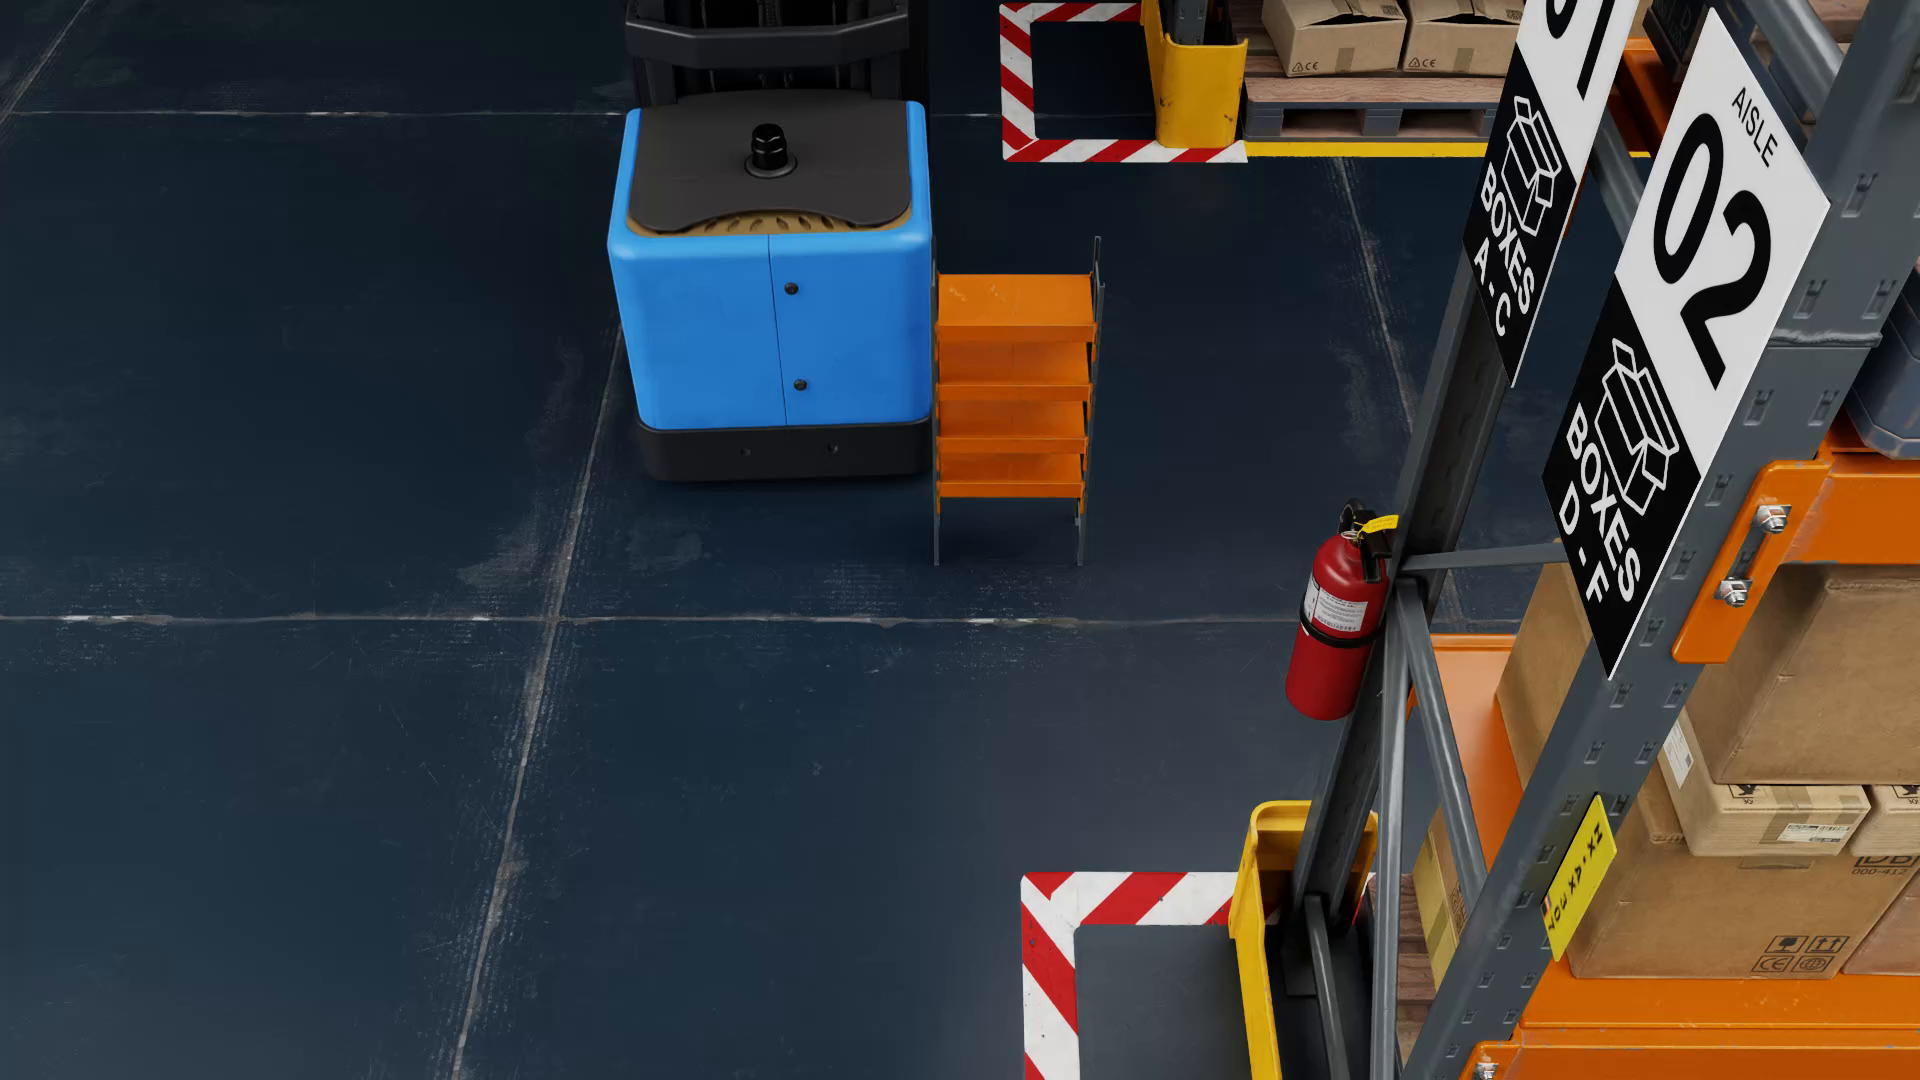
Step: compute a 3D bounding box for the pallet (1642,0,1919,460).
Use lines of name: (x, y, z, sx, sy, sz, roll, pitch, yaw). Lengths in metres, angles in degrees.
pallet: (1.666, -0.529, 2.205, 1.213, 0.211, 1.003, 0, 47, 0)

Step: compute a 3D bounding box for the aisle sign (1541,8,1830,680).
aisle sign: (0.893, -0.220, 2.129, 0.004, 0.787, 0.394, 0, 47, 0)

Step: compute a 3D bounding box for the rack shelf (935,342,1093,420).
rack shelf: (0.166, -0.515, 5.196, 0.480, 0.148, 0.258, 0, 47, 0)

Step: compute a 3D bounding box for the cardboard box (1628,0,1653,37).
cardboard box: (2.969, -2.375, 7.318, 0.500, 0.500, 0.700, -3, 47, -2)

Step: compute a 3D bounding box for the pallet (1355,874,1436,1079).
pallet: (1.724, 1.363, 4.337, 1.213, 0.211, 1.003, 0, 47, 0)

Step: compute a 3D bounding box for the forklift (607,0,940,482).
forklift: (-0.665, -2.275, 5.865, 1.130, 2.935, 3.031, -2, 47, -2)

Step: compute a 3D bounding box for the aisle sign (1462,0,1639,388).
aisle sign: (0.895, -0.659, 2.538, 0.004, 0.787, 0.394, 0, 47, 0)

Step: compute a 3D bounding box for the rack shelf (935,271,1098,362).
rack shelf: (0.166, -0.676, 5.023, 0.480, 0.148, 0.258, 0, 47, 0)

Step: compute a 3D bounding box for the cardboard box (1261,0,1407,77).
cardboard box: (1.666, -2.350, 7.425, 0.500, 0.311, 0.500, -5, 47, -4)

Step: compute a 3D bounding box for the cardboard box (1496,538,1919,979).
cardboard box: (1.426, 0.418, 3.243, 0.500, 0.500, 0.700, 0, 47, 0)

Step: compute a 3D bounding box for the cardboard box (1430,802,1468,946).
cardboard box: (1.497, 0.764, 4.069, 0.500, 0.500, 0.500, 0, 47, 0)

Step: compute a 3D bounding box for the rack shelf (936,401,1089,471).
rack shelf: (0.166, -0.363, 5.360, 0.480, 0.148, 0.258, 0, 47, 0)

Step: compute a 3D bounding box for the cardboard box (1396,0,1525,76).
cardboard box: (2.236, -2.349, 7.423, 0.500, 0.311, 0.500, 4, 47, 3)

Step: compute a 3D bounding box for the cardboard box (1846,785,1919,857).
cardboard box: (1.615, 0.344, 2.869, 0.250, 0.149, 0.380, -1, 47, -1)

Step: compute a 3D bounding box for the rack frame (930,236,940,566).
rack frame: (-0.078, -0.409, 5.311, 0.015, 1.200, 0.240, 0, 47, 0)

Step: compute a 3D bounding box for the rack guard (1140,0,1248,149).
rack guard: (1.050, -2.332, 7.579, 0.348, 0.500, 1.175, 0, 47, 0)

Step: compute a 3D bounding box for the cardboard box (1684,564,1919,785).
cardboard box: (1.479, -0.024, 2.768, 0.500, 0.500, 0.700, 0, 47, 0)

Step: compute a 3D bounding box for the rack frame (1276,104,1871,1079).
rack frame: (0.959, 0.442, 3.290, 0.127, 3.000, 1.000, 0, 47, 0)

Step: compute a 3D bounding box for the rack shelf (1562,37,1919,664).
rack shelf: (2.959, -0.330, 2.450, 4.000, 0.370, 1.077, 0, 47, 0)

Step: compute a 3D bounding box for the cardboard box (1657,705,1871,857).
cardboard box: (1.351, 0.345, 2.868, 0.250, 0.149, 0.380, 0, 47, 0)

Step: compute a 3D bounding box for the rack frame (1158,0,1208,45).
rack frame: (0.974, -3.184, 6.665, 0.127, 3.000, 1.000, 0, 47, 0)

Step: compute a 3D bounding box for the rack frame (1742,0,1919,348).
rack frame: (0.959, -1.602, 1.094, 0.127, 3.000, 1.000, 0, 47, 0)

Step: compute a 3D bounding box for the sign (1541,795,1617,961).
sign: (0.951, 0.526, 2.566, 0.005, 0.325, 0.100, 0, 47, 0)

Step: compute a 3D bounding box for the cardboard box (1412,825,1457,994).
cardboard box: (1.497, 1.021, 4.342, 0.500, 0.250, 0.500, 0, 47, 0)

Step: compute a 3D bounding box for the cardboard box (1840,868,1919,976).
cardboard box: (1.951, 0.416, 3.245, 0.500, 0.500, 0.700, 1, 47, 1)

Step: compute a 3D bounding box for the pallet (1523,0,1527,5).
pallet: (3.079, -2.200, 7.654, 1.213, 0.211, 1.003, 0, 47, 0)

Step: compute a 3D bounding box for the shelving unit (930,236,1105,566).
shelving unit: (0.166, -0.408, 5.310, 0.503, 1.200, 0.258, 0, 47, 0)

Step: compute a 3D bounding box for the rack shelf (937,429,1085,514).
rack shelf: (0.166, -0.227, 5.505, 0.480, 0.148, 0.258, 0, 47, 0)

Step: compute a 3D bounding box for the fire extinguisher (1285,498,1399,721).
fire extinguisher: (0.843, 0.128, 3.635, 0.183, 0.674, 0.296, 0, 47, 0)

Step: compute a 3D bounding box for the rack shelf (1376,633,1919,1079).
rack shelf: (2.959, 0.692, 3.548, 4.000, 0.370, 1.077, 0, 47, 0)

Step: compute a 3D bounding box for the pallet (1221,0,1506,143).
pallet: (1.862, -2.206, 7.659, 1.213, 0.211, 1.003, 0, 47, 0)

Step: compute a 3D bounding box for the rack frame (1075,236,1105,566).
rack frame: (0.410, -0.408, 5.310, 0.015, 1.200, 0.240, 0, 47, 0)

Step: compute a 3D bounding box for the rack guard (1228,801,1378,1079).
rack guard: (0.935, 1.293, 4.205, 0.348, 0.500, 1.175, 0, 47, 0)
